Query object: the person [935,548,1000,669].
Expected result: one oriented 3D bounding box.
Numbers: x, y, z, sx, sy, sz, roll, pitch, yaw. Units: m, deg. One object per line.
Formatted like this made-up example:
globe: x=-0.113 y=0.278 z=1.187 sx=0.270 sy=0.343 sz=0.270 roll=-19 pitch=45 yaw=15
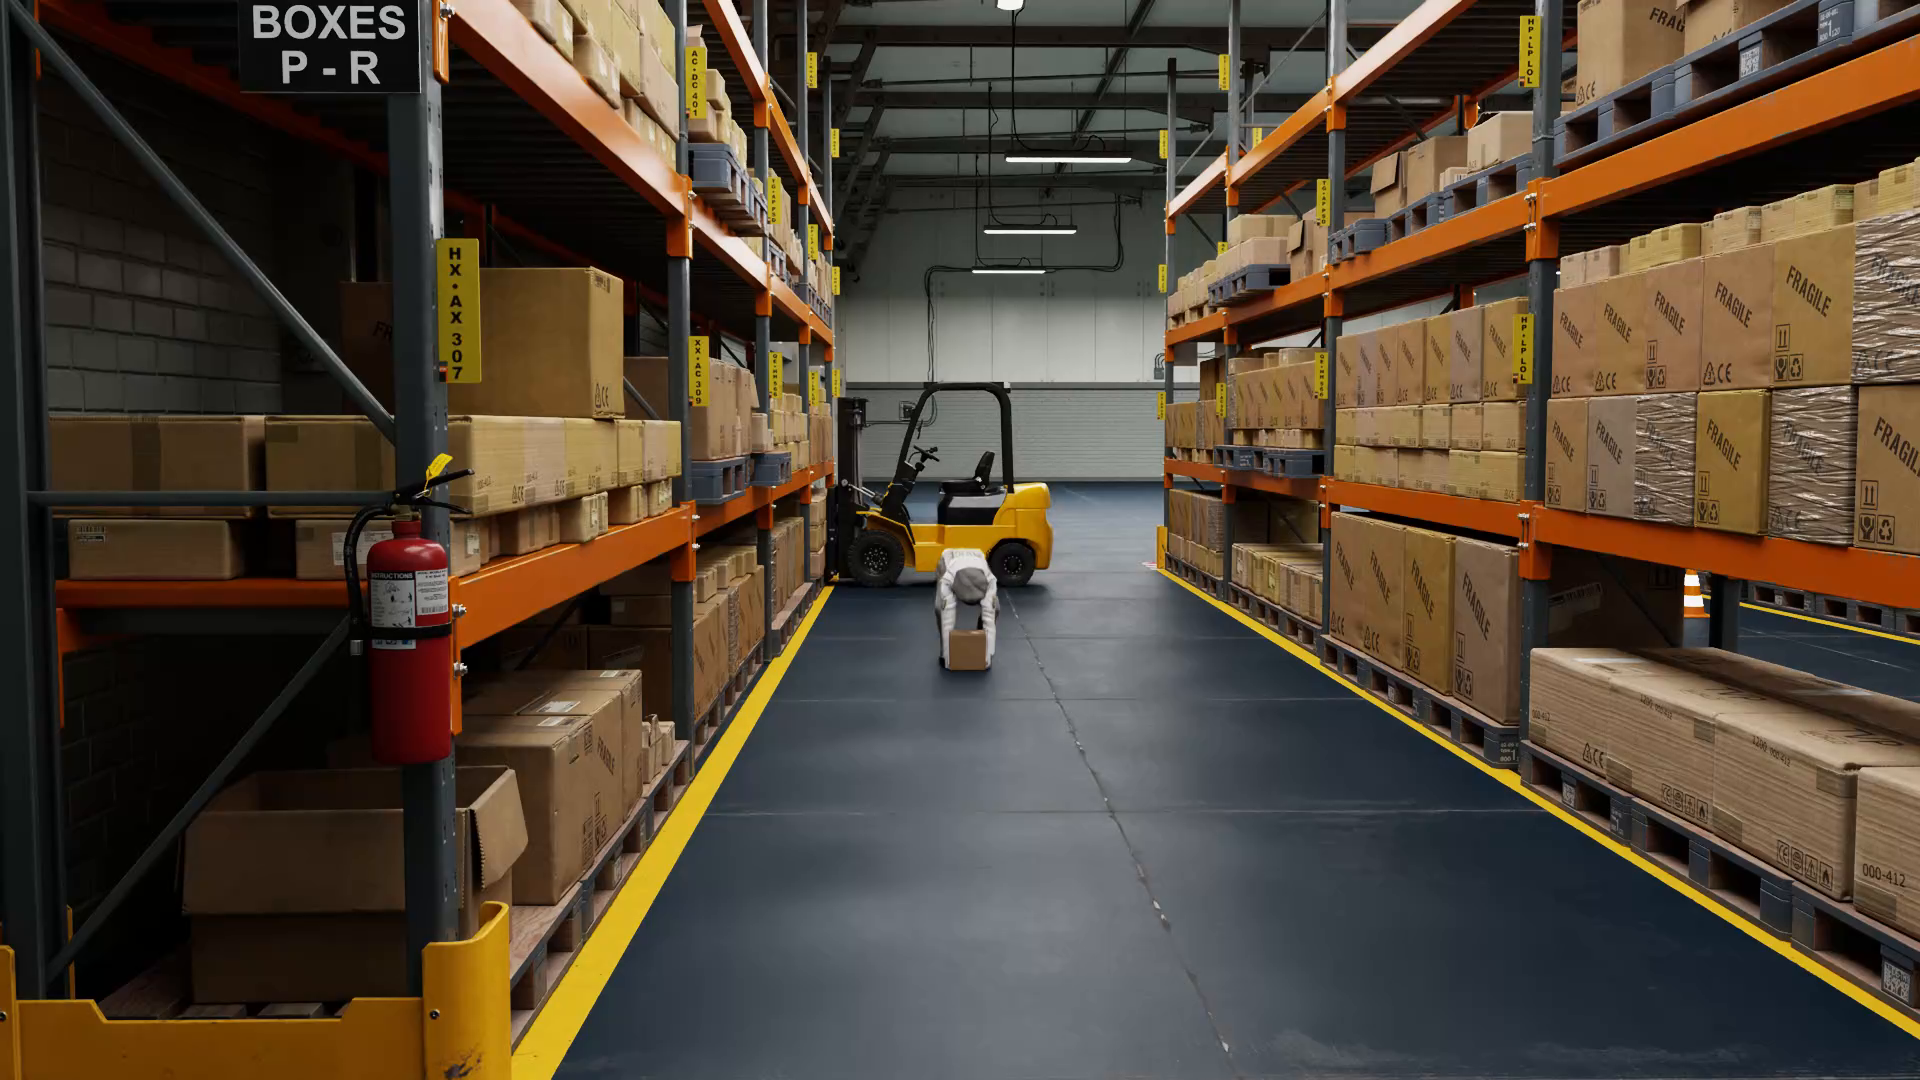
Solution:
person: x=0.052 y=0.481 z=11.877 sx=0.469 sy=0.822 sz=0.898 roll=0 pitch=4 yaw=-4
